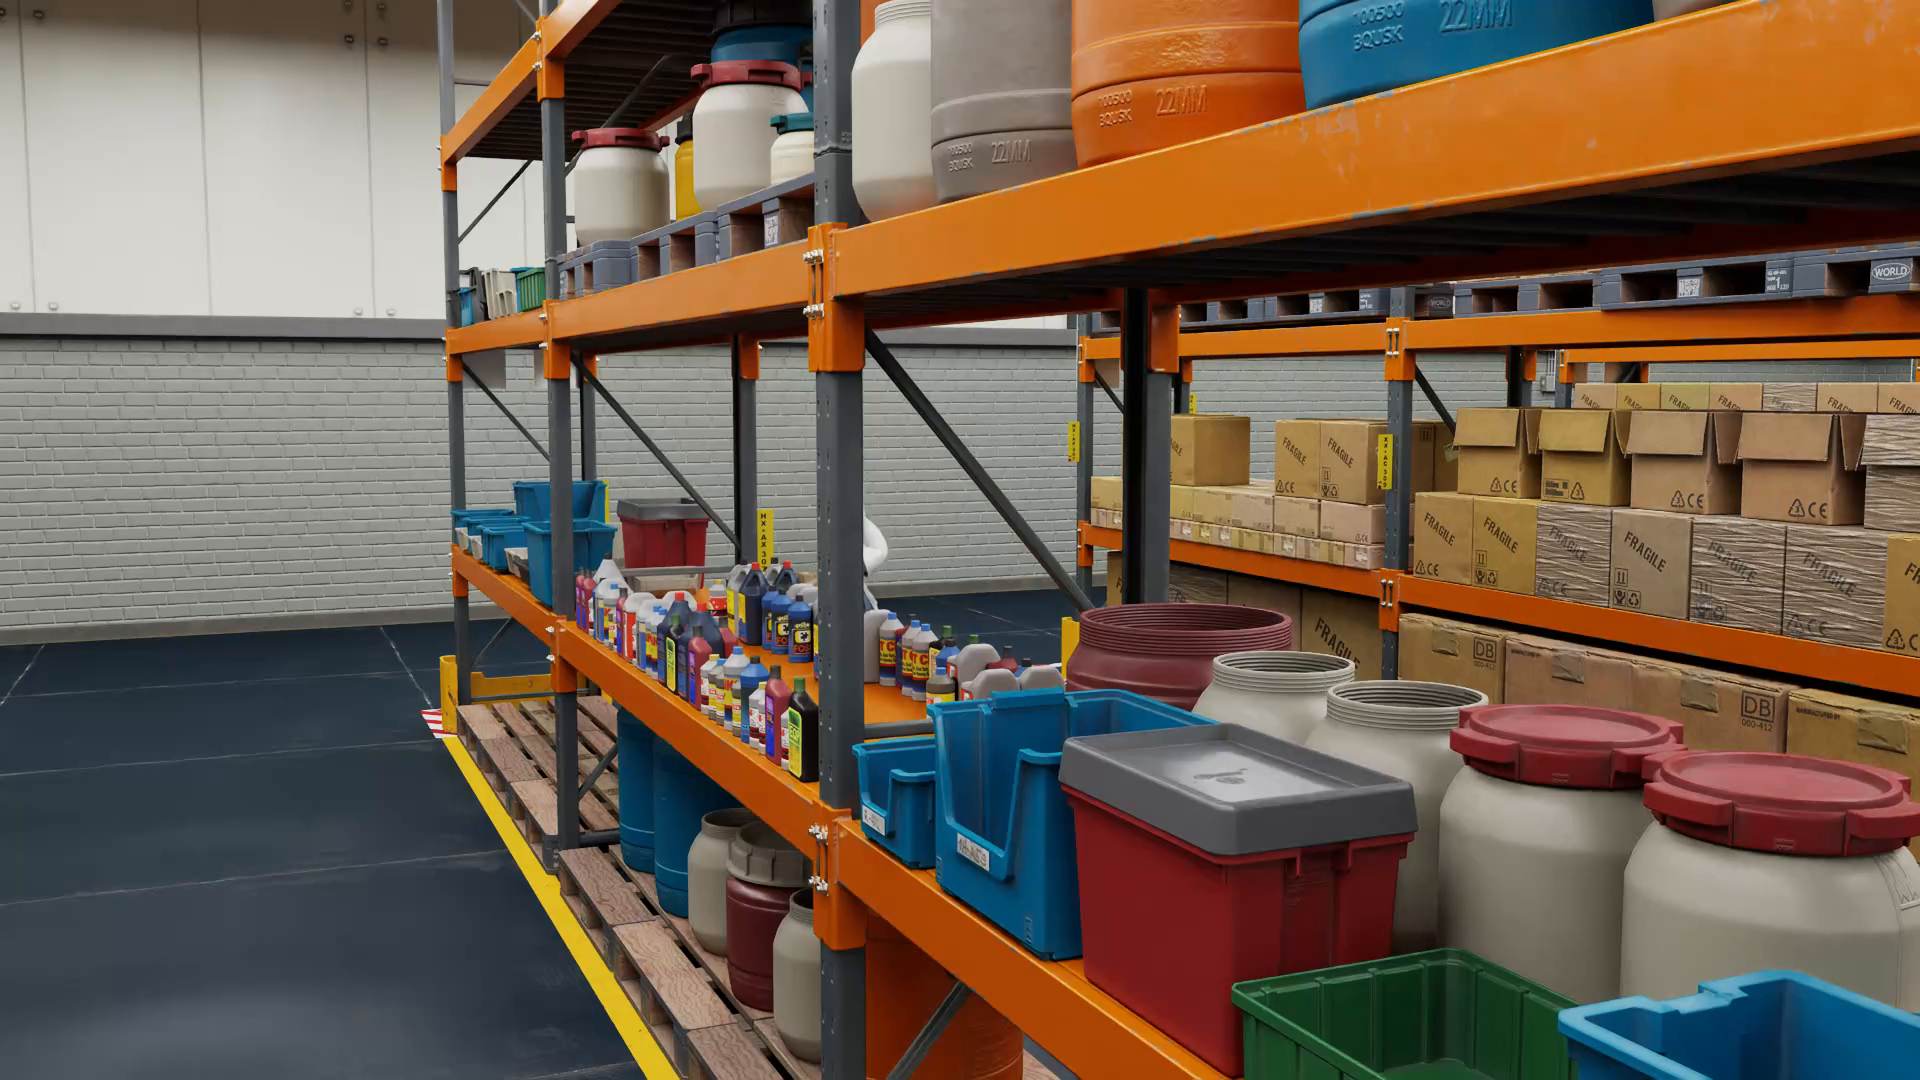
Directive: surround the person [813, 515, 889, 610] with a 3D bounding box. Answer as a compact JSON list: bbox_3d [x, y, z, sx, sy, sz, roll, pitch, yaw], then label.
[{"bbox_3d":[-1.145,0.201,17.799,0.797,1.177,0.632,-2,6,-24],"label":"person"}]
